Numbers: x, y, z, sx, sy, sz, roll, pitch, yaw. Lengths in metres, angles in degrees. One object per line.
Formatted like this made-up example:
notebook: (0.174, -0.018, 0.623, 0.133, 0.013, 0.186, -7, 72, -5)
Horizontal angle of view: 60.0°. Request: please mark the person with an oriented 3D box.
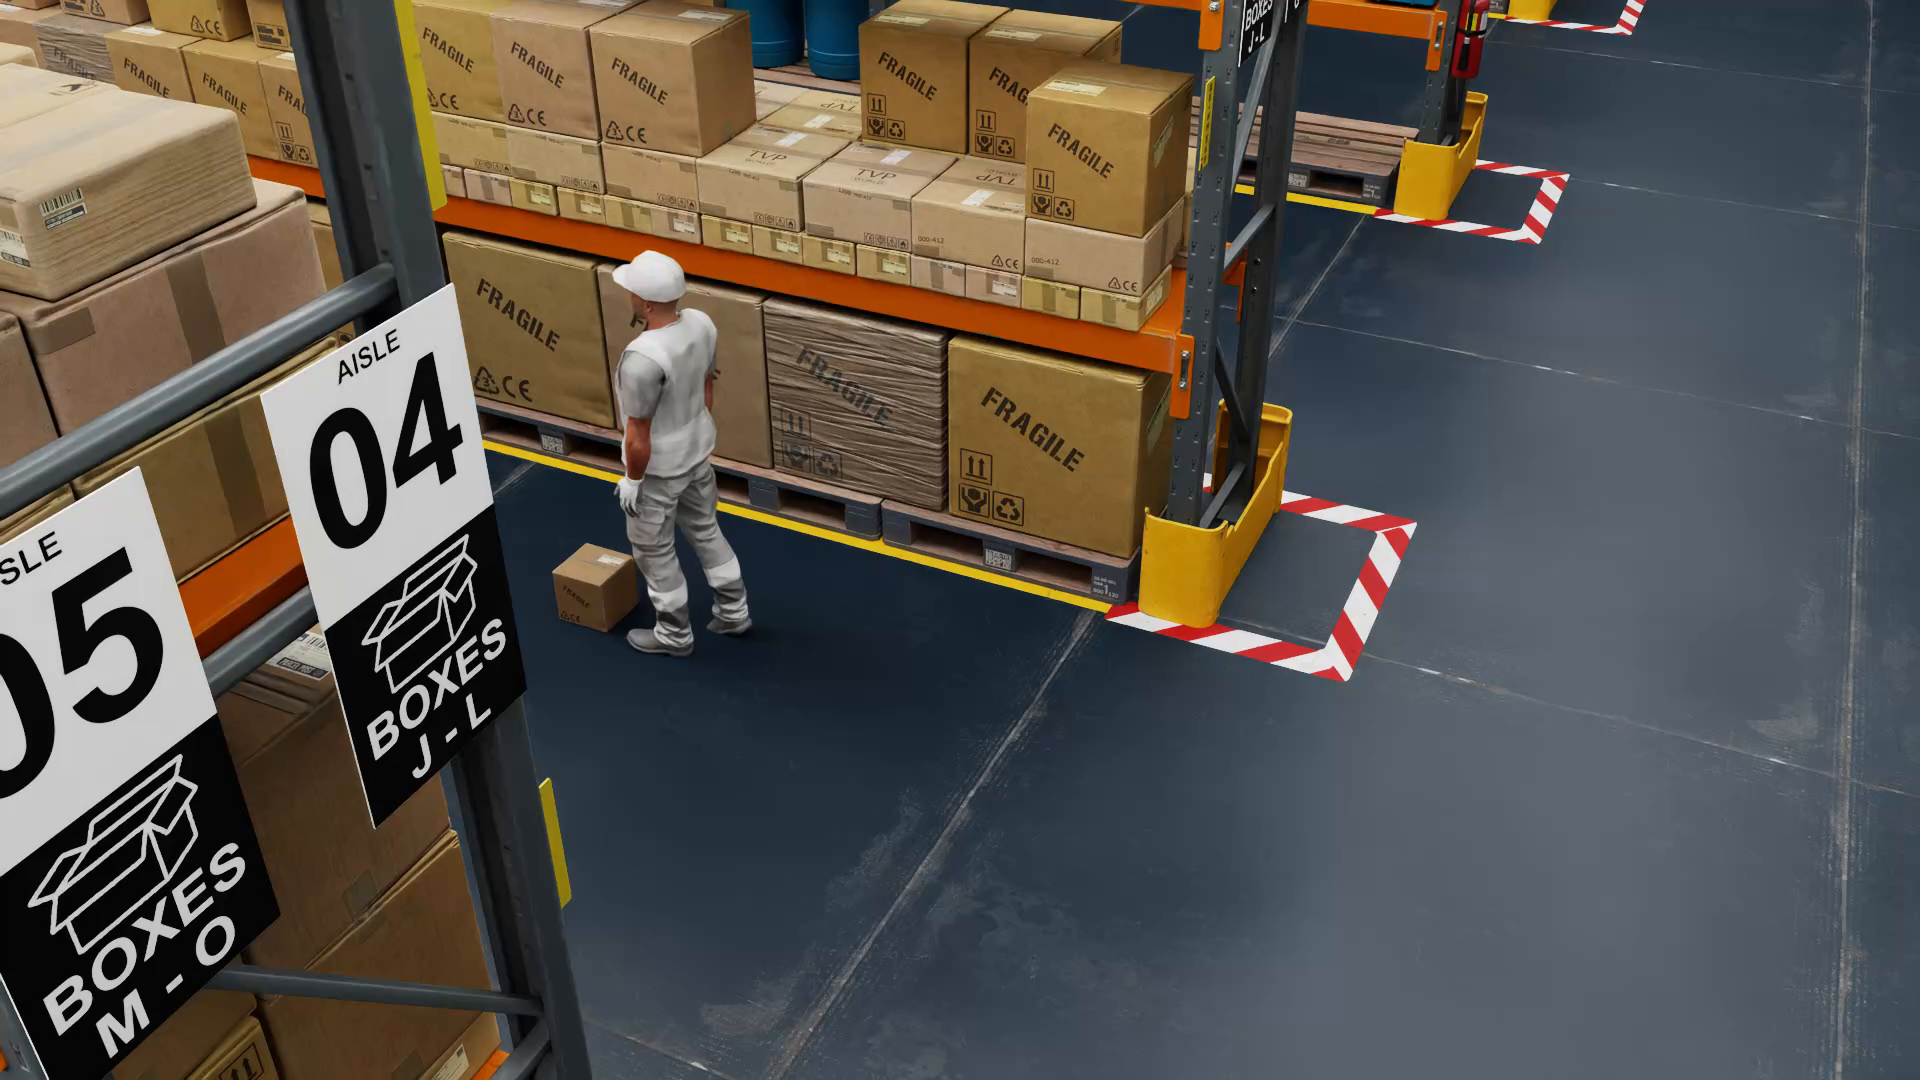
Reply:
person: (-1.158, -0.288, 6.629, 0.448, 1.866, 0.524, 15, 36, 22)
